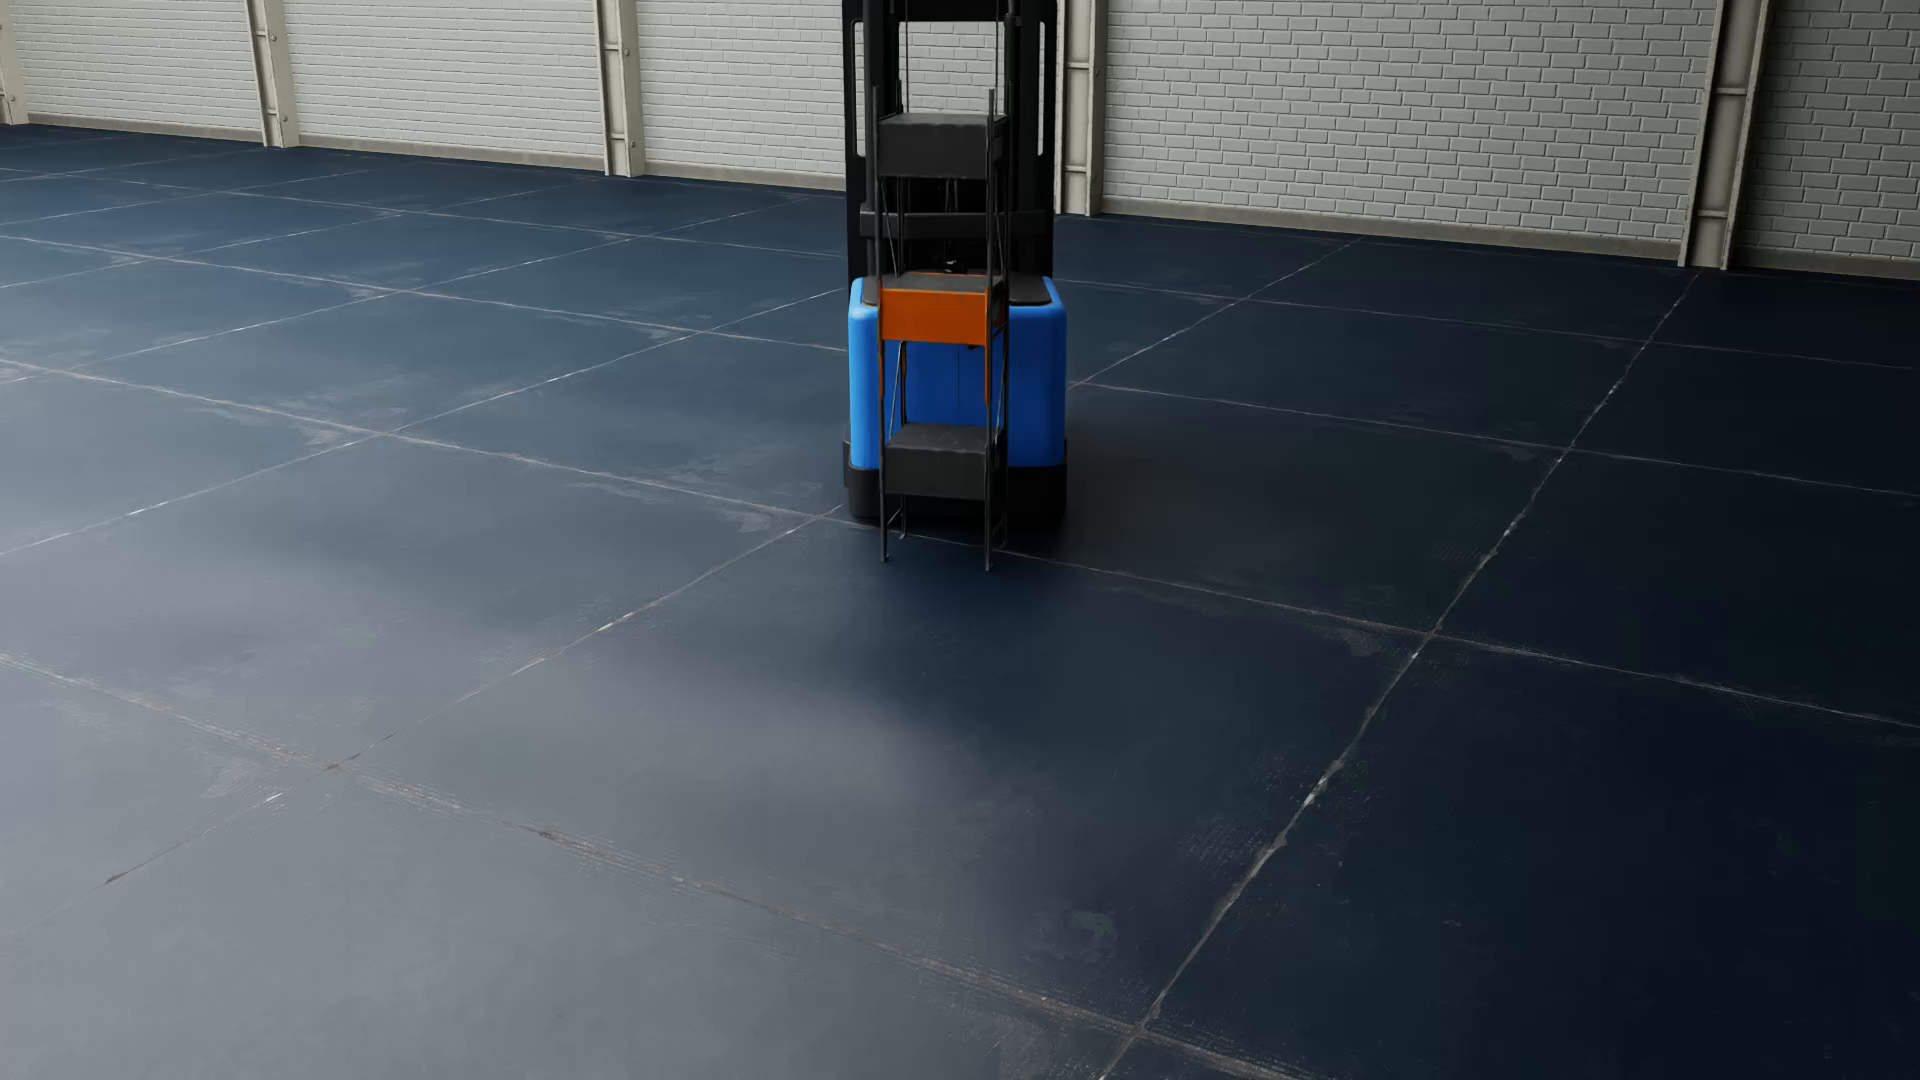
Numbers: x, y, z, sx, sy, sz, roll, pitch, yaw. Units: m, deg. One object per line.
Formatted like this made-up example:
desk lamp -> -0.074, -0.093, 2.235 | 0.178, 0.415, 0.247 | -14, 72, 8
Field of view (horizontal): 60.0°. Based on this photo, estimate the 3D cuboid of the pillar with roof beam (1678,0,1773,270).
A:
pillar with roof beam -> 4.370, -5.338, 9.383 | 0.400, 9.000, 9.100 | 11, 23, 27

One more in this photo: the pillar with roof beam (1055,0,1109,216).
pillar with roof beam -> -0.868, -6.335, 12.134 | 0.400, 9.000, 9.100 | 11, 23, 27

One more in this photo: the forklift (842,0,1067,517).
forklift -> -0.062, -1.939, 8.913 | 1.130, 2.935, 3.031 | -1, 20, -2

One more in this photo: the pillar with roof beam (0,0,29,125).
pillar with roof beam -> -16.583, -9.329, 20.386 | 0.400, 9.000, 9.100 | 11, 23, 27

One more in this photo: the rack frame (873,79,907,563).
rack frame -> -0.306, -0.947, 7.396 | 0.015, 2.100, 0.400 | 5, 20, 12

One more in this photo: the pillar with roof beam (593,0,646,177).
pillar with roof beam -> -6.106, -7.333, 14.885 | 0.400, 9.000, 9.100 | 11, 23, 27

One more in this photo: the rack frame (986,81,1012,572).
rack frame -> 0.169, -0.909, 7.291 | 0.015, 2.100, 0.400 | 5, 20, 12

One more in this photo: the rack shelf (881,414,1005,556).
rack shelf -> -0.069, -0.257, 7.587 | 0.480, 0.518, 0.431 | 5, 20, 12

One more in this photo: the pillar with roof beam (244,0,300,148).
pillar with roof beam -> -11.345, -8.331, 17.636 | 0.400, 9.000, 9.100 | 11, 23, 27

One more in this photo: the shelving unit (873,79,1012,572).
shelving unit -> -0.069, -0.928, 7.344 | 0.503, 2.100, 0.431 | 5, 20, 12

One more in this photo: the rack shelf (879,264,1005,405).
rack shelf -> -0.069, -0.915, 7.348 | 0.480, 0.518, 0.431 | 5, 20, 12

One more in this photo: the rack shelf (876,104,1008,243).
rack shelf -> -0.069, -1.573, 7.110 | 0.480, 0.518, 0.431 | 5, 20, 12
